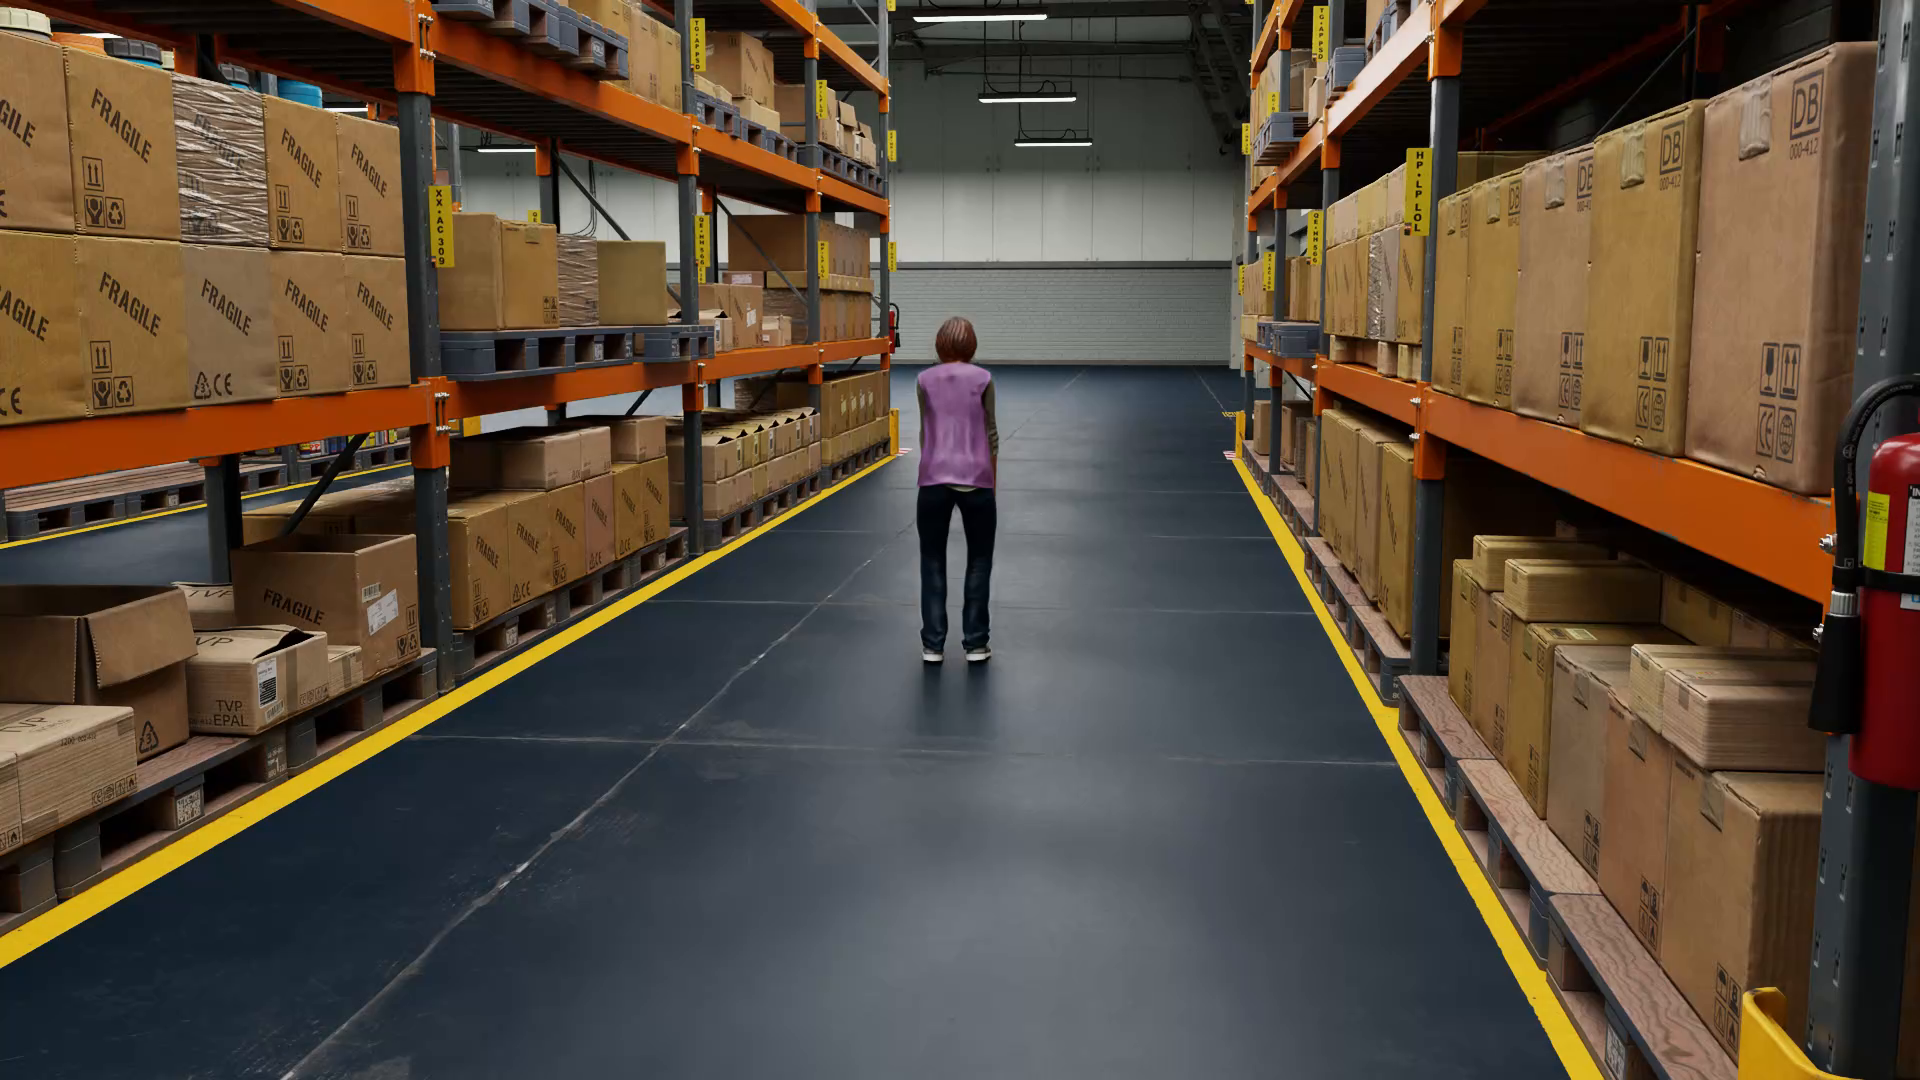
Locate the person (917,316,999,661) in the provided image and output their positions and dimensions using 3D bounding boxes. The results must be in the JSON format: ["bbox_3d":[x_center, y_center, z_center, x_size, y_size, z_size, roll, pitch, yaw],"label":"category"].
[{"bbox_3d":[-0.013,-0.225,7.626,0.372,1.565,0.525,1,8,5],"label":"person"}]
